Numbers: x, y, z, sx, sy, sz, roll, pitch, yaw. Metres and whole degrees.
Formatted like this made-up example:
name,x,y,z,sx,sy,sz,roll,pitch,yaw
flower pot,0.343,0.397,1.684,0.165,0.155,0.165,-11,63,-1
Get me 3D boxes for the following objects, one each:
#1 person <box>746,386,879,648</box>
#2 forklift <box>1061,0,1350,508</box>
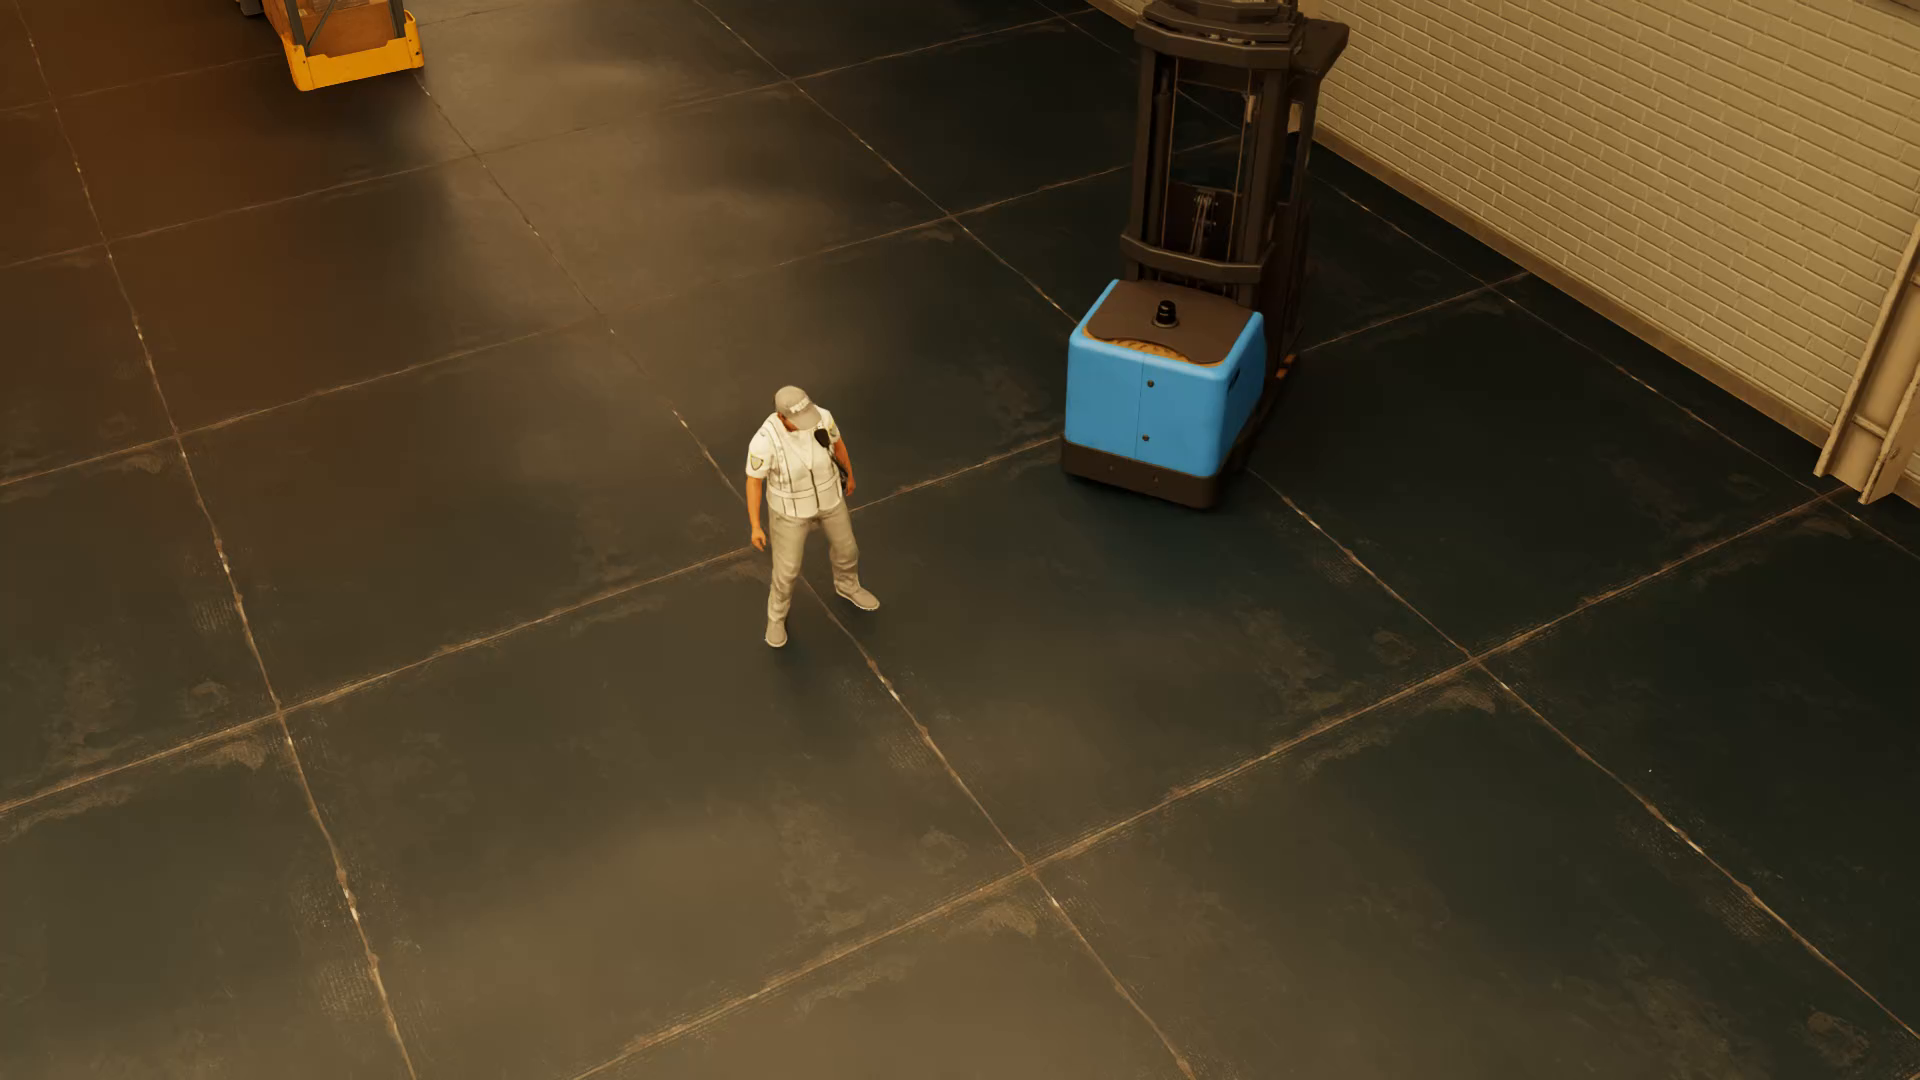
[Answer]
name,x,y,z,sx,sy,sz,roll,pitch,yaw
person,-0.858,-0.190,9.285,0.752,1.648,0.418,-20,44,-23
forklift,1.733,-2.266,10.768,1.130,2.935,3.031,16,42,19
